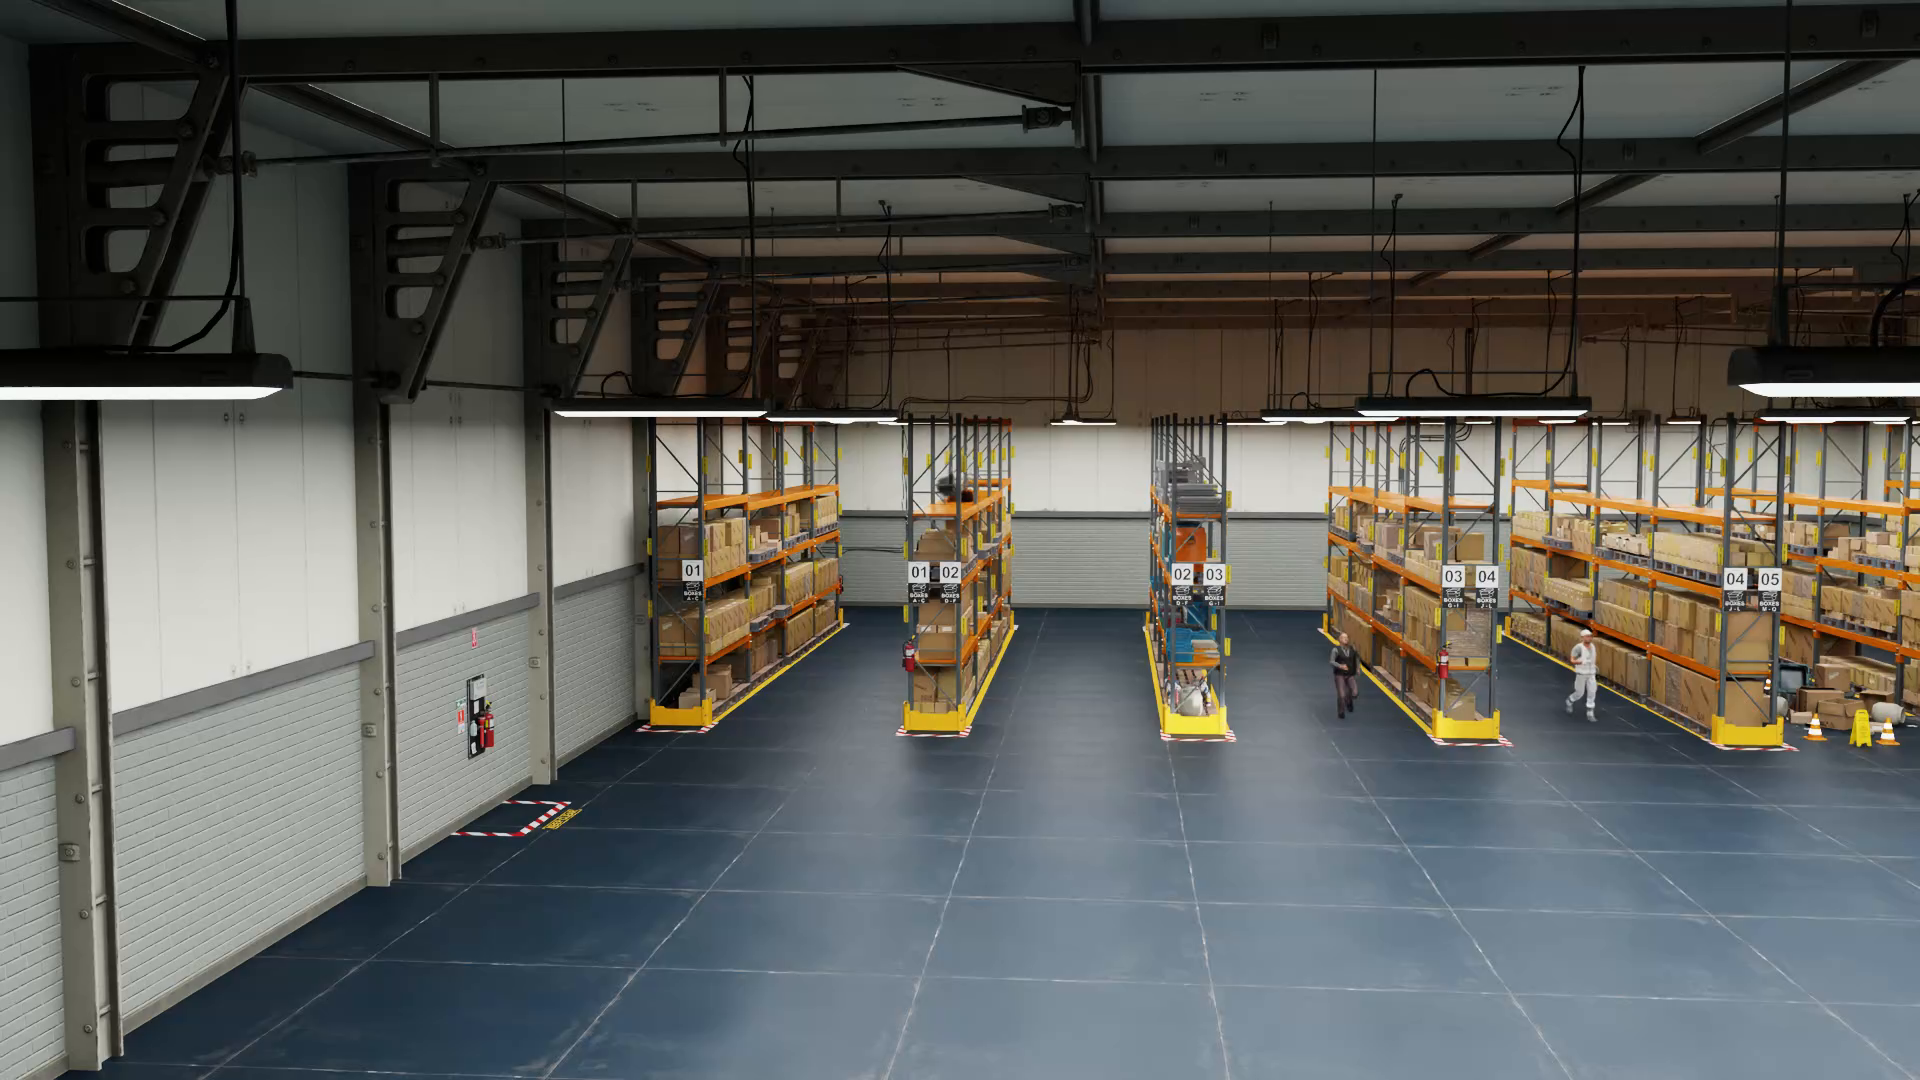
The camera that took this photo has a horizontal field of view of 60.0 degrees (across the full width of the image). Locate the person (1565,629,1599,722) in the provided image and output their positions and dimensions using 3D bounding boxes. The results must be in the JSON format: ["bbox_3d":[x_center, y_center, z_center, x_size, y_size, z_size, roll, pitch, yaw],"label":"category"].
[{"bbox_3d":[12.209,2.626,32.557,0.668,1.770,0.908,-1,4,-15],"label":"person"}]

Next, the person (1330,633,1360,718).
[{"bbox_3d":[7.626,2.687,32.781,0.669,1.687,0.591,0,4,-6],"label":"person"}]
